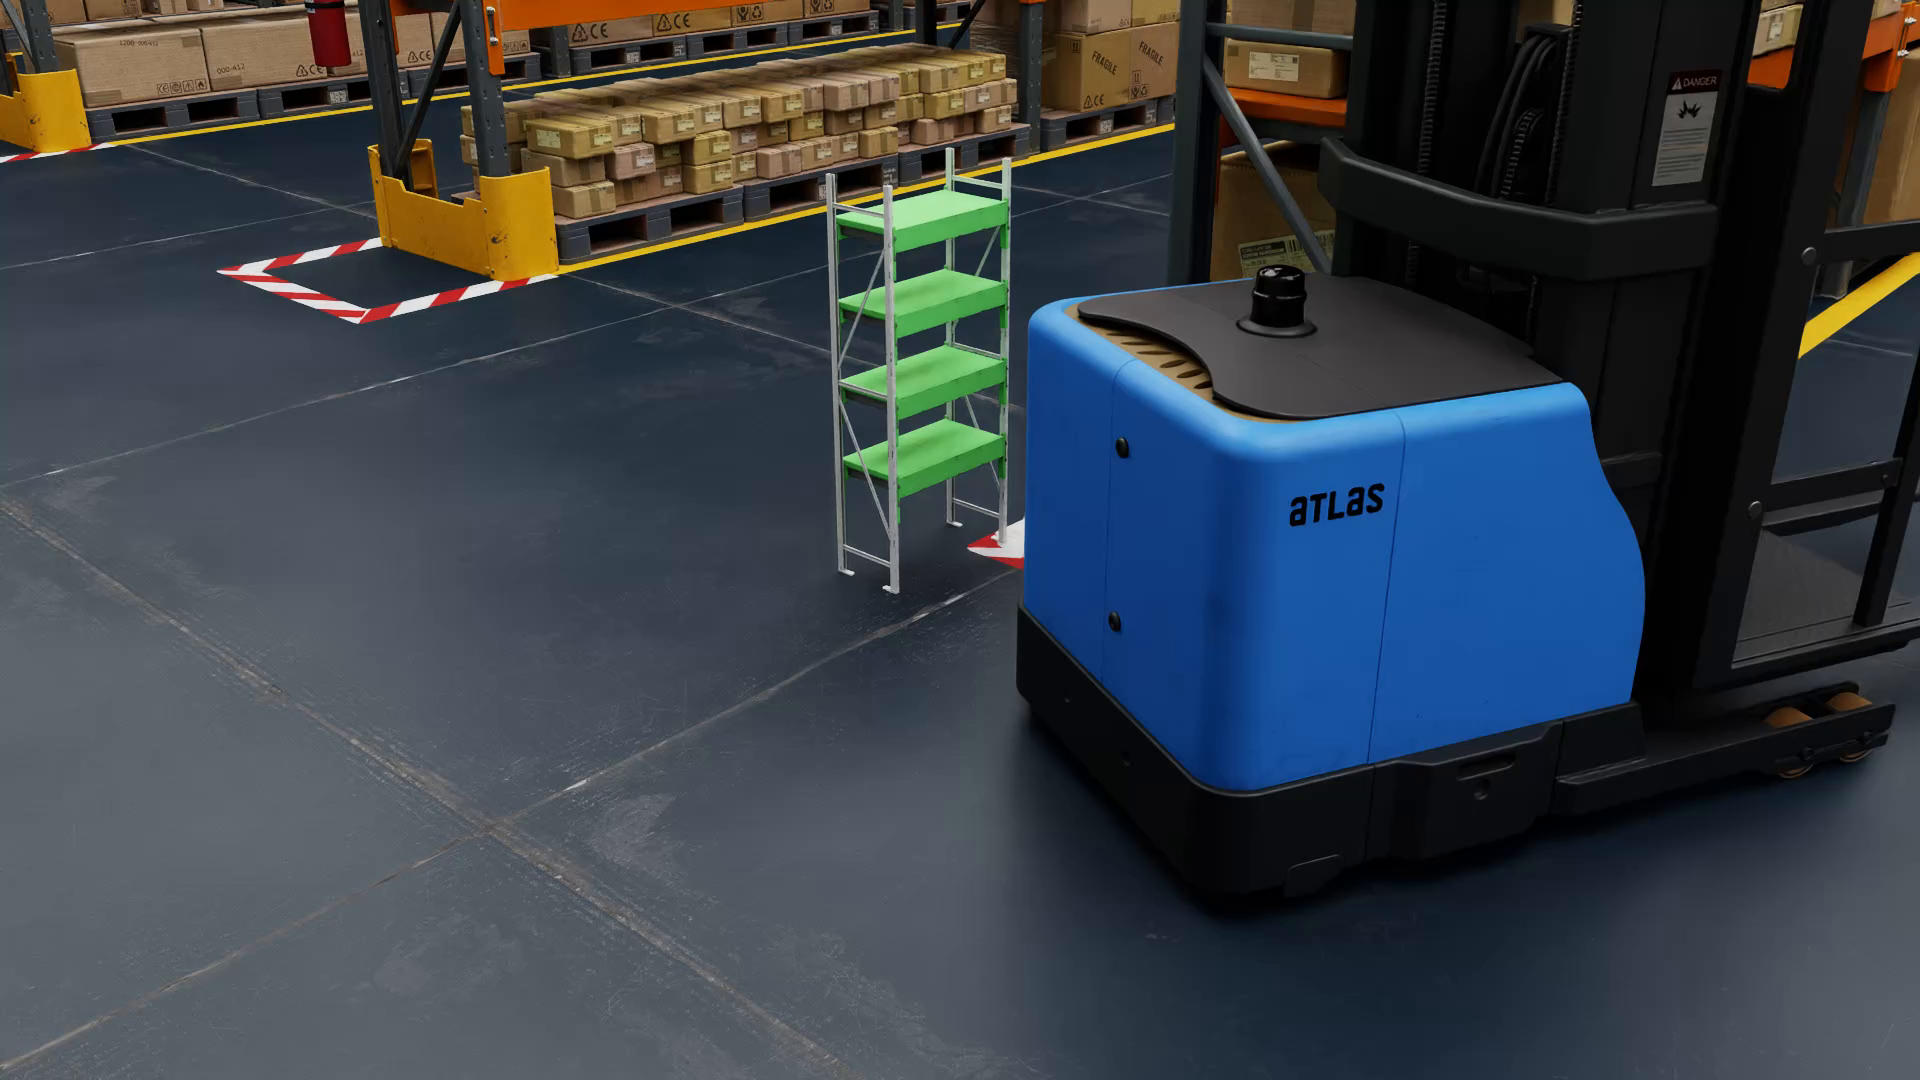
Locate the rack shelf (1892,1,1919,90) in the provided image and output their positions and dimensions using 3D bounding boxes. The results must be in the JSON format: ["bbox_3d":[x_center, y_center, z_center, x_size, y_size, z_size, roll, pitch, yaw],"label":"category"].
[{"bbox_3d":[5.072,-2.907,8.946,1.077,0.370,4.000,20,31,38],"label":"rack shelf"}]

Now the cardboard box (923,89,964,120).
[{"bbox_3d":[-0.199,-2.682,10.174,0.380,0.149,0.250,19,30,36],"label":"cardboard box"}]

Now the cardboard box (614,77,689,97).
[{"bbox_3d":[-1.747,-2.518,9.444,0.380,0.149,0.250,22,32,39],"label":"cardboard box"}]

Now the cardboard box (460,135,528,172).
[{"bbox_3d":[-2.419,-2.058,8.780,0.380,0.149,0.250,19,30,36],"label":"cardboard box"}]

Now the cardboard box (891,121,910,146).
[{"bbox_3d":[-0.527,-2.488,10.103,0.380,0.149,0.250,19,31,36],"label":"cardboard box"}]

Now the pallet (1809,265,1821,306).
[{"bbox_3d":[3.172,-1.143,7.542,1.003,0.211,1.213,20,31,38],"label":"pallet"}]

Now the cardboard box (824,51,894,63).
[{"bbox_3d":[-0.633,-2.967,10.444,0.380,0.149,0.250,20,31,37],"label":"cardboard box"}]

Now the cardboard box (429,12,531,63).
[{"bbox_3d":[-4.141,-4.192,13.552,0.875,0.438,0.875,20,31,37],"label":"cardboard box"}]

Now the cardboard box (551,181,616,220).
[{"bbox_3d":[-1.970,-1.755,8.470,0.380,0.149,0.250,21,32,39],"label":"cardboard box"}]

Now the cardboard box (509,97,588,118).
[{"bbox_3d":[-2.183,-2.246,8.837,0.380,0.149,0.250,21,32,38],"label":"cardboard box"}]

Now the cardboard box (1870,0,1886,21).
[{"bbox_3d":[3.606,-2.250,6.909,0.380,0.149,0.250,21,32,38],"label":"cardboard box"}]

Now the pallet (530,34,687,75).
[{"bbox_3d":[-3.184,-4.315,14.616,1.003,0.211,1.213,20,31,38],"label":"pallet"}]

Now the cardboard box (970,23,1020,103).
[{"bbox_3d":[0.418,-3.356,11.611,0.500,0.500,0.500,19,31,37],"label":"cardboard box"}]

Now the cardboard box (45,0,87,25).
[{"bbox_3d":[-8.505,-5.062,15.417,0.500,0.500,0.500,21,31,38],"label":"cardboard box"}]

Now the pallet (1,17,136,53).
[{"bbox_3d":[-8.614,-4.831,15.767,1.003,0.211,1.213,20,31,38],"label":"pallet"}]

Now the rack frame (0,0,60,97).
[{"bbox_3d":[-6.312,-4.113,10.757,1.000,3.000,0.127,20,31,38],"label":"rack frame"}]

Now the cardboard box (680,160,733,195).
[{"bbox_3d":[-1.444,-1.983,8.977,0.380,0.149,0.250,21,31,38],"label":"cardboard box"}]

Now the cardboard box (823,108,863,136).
[{"bbox_3d":[-0.789,-2.474,9.709,0.380,0.149,0.250,18,30,35],"label":"cardboard box"}]

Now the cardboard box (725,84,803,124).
[{"bbox_3d":[-1.092,-2.428,9.243,0.380,0.149,0.250,21,31,38],"label":"cardboard box"}]

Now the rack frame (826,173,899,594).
[{"bbox_3d":[-0.273,-0.423,4.726,0.240,1.200,0.015,20,31,38],"label":"rack frame"}]

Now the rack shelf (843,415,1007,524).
[{"bbox_3d":[-0.111,-0.220,5.016,0.258,0.148,0.480,20,31,38],"label":"rack shelf"}]

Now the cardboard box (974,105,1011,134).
[{"bbox_3d":[0.103,-2.689,10.553,0.380,0.149,0.250,21,31,38],"label":"cardboard box"}]

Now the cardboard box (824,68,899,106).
[{"bbox_3d":[-0.577,-2.662,9.764,0.380,0.149,0.250,18,30,35],"label":"cardboard box"}]

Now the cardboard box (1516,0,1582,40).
[{"bbox_3d":[1.589,-1.547,4.854,0.500,0.250,0.500,19,30,36],"label":"cardboard box"}]

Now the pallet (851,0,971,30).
[{"bbox_3d":[-0.450,-5.516,17.294,1.003,0.211,1.213,20,31,38],"label":"pallet"}]

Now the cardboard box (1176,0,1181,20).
[{"bbox_3d":[1.498,-3.874,11.850,0.500,0.250,0.500,22,32,39],"label":"cardboard box"}]

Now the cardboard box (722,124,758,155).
[{"bbox_3d":[-1.337,-2.230,9.166,0.380,0.149,0.250,18,30,35],"label":"cardboard box"}]

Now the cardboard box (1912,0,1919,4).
[{"bbox_3d":[4.231,-2.743,7.580,0.500,0.500,0.500,20,31,38],"label":"cardboard box"}]

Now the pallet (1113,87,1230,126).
[{"bbox_3d":[1.444,-3.350,12.463,1.003,0.211,1.213,20,31,38],"label":"pallet"}]

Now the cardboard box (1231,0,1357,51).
[{"bbox_3d":[1.194,-1.695,5.183,0.500,0.250,0.500,20,31,37],"label":"cardboard box"}]

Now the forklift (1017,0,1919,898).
[{"bbox_3d":[1.713,-0.958,3.803,3.031,2.935,1.130,-9,26,-20],"label":"forklift"}]

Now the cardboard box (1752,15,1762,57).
[{"bbox_3d":[2.576,-1.780,5.860,0.380,0.149,0.250,19,30,36],"label":"cardboard box"}]

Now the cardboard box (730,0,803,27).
[{"bbox_3d":[-2.094,-5.314,15.520,0.875,0.875,0.875,21,31,38],"label":"cardboard box"}]

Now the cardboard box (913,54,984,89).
[{"bbox_3d":[-0.073,-2.905,10.307,0.380,0.149,0.250,21,31,38],"label":"cardboard box"}]

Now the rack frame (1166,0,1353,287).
[{"bbox_3d":[1.068,-1.407,4.722,1.000,3.000,0.127,20,31,38],"label":"rack frame"}]

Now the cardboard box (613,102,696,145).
[{"bbox_3d":[-1.598,-2.180,8.690,0.380,0.149,0.250,20,31,37],"label":"cardboard box"}]

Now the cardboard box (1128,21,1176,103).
[{"bbox_3d":[1.154,-3.376,11.656,0.500,0.500,0.500,22,32,40],"label":"cardboard box"}]

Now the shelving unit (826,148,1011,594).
[{"bbox_3d":[-0.111,-0.497,4.892,0.258,1.200,0.503,20,31,38],"label":"shelving unit"}]

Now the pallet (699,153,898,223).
[{"bbox_3d":[-1.125,-2.151,9.789,1.003,0.211,1.213,20,31,38],"label":"pallet"}]

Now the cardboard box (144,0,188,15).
[{"bbox_3d":[-7.733,-5.271,16.169,0.396,0.266,0.258,22,32,39],"label":"cardboard box"}]

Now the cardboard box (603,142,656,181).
[{"bbox_3d":[-1.793,-1.976,8.599,0.380,0.149,0.250,20,31,37],"label":"cardboard box"}]

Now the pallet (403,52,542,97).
[{"bbox_3d":[-4.208,-3.849,13.577,1.003,0.211,1.213,20,31,38],"label":"pallet"}]

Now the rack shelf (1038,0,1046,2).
[{"bbox_3d":[1.446,-4.292,12.036,1.077,0.370,4.000,20,31,38],"label":"rack shelf"}]

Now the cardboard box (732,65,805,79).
[{"bbox_3d":[-1.141,-2.720,9.895,0.380,0.149,0.250,19,30,35],"label":"cardboard box"}]

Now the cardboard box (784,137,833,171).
[{"bbox_3d":[-0.948,-2.230,9.529,0.380,0.149,0.250,20,31,38],"label":"cardboard box"}]

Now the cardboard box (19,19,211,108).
[{"bbox_3d":[-5.946,-3.364,11.705,0.875,0.438,0.875,19,30,36],"label":"cardboard box"}]
